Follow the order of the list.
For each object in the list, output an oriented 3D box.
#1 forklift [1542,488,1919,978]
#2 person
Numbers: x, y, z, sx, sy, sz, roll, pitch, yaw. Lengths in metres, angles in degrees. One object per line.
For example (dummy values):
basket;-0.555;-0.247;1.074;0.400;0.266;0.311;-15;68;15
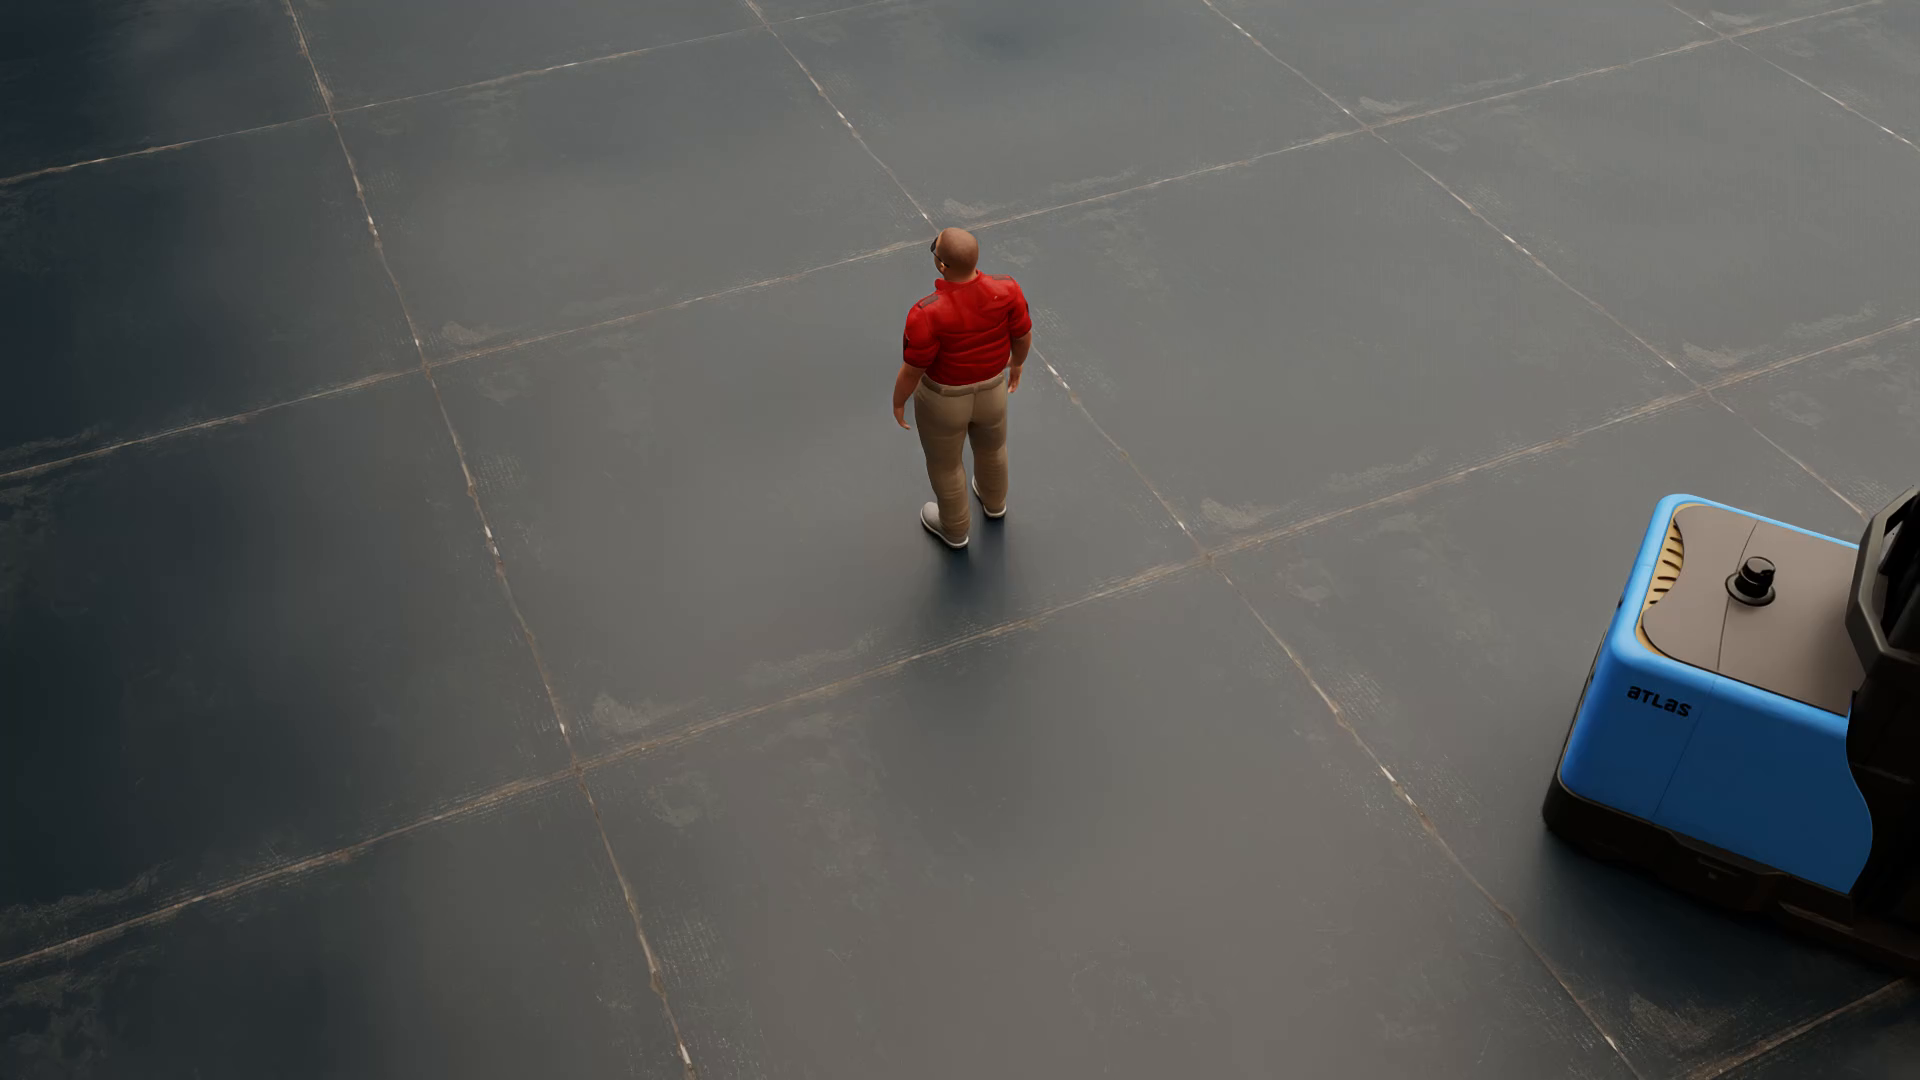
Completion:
forklift;3.843;0.274;5.387;3.031;2.935;1.130;20;47;20
person;-0.027;-0.697;7.296;0.641;1.728;0.550;-18;46;-18
